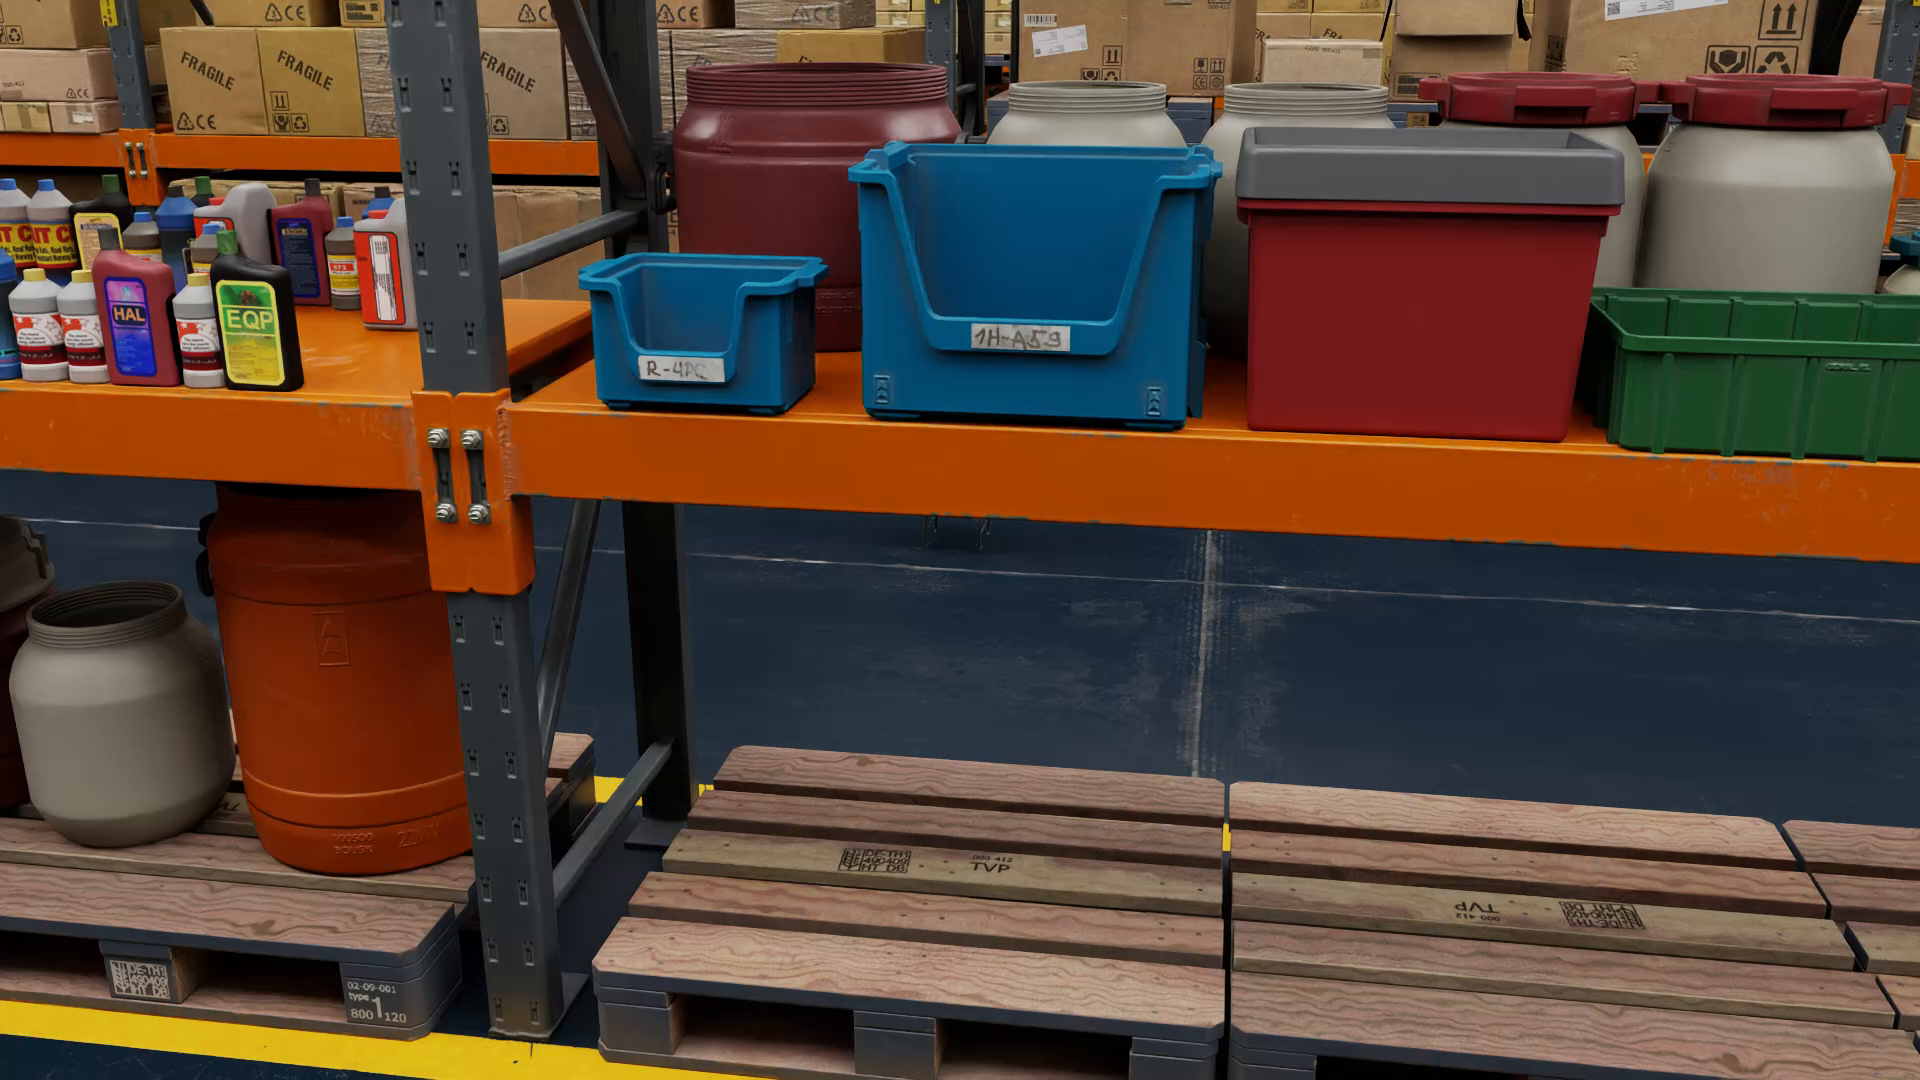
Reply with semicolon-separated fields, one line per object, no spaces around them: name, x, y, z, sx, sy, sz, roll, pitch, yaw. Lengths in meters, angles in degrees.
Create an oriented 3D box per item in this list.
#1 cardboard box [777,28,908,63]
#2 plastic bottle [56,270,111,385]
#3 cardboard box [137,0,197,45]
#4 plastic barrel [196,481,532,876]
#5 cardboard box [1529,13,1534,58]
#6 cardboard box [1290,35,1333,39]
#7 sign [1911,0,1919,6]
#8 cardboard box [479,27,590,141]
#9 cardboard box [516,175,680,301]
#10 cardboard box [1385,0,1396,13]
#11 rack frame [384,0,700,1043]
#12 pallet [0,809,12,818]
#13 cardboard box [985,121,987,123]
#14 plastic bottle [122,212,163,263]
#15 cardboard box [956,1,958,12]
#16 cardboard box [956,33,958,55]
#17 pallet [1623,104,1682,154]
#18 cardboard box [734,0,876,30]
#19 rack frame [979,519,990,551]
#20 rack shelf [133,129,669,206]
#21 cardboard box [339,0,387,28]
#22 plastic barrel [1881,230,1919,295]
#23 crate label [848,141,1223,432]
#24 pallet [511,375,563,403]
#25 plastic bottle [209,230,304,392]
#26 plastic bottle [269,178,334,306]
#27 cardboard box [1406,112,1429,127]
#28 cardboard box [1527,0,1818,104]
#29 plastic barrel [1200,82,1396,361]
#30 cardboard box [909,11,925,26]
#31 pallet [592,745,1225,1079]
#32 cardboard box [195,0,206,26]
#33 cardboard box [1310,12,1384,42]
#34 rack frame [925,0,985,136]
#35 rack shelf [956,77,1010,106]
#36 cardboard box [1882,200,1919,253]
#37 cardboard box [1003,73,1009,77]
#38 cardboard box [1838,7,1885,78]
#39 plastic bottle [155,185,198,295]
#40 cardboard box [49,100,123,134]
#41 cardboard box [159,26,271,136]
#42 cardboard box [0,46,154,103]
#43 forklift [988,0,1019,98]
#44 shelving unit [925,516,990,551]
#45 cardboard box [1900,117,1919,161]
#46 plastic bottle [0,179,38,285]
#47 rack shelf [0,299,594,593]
cardboard box;-0.541;-2.127;7.775;0.500;0.500;0.500;4;19;10
plastic bottle;-1.606;-0.396;3.073;0.097;0.201;0.097;0;18;0
cardboard box;-4.397;-2.863;8.719;0.500;0.500;0.500;3;19;9
plastic barrel;-1.286;0.230;3.646;0.708;0.830;0.600;3;19;9
cardboard box;4.263;-3.470;11.788;0.500;0.500;0.500;3;19;8
cardboard box;1.674;-2.268;7.905;0.258;0.266;0.396;2;19;7
sign;3.850;-2.306;6.643;0.005;0.325;0.100;3;19;9
cardboard box;-2.048;-2.205;8.008;0.500;0.500;0.500;3;19;10
cardboard box;-1.572;-1.412;8.483;0.875;0.875;1.225;3;19;9
cardboard box;3.323;-4.075;12.022;0.500;0.500;0.700;3;19;9
rack frame;-0.801;-0.580;3.311;0.127;3.000;1.000;3;19;9
pallet;-2.787;0.653;4.018;1.213;0.211;1.003;3;19;9
cardboard box;0.229;-3.161;13.119;0.500;0.250;0.500;2;19;6
plastic bottle;-1.875;-0.654;3.843;0.097;0.201;0.097;0;18;0
cardboard box;0.067;-3.938;12.140;0.250;0.149;0.380;3;19;8
cardboard box;0.067;-3.655;12.233;0.250;0.149;0.380;3;19;9
pallet;3.203;-1.924;7.628;1.213;0.211;1.003;3;19;9
cardboard box;-0.734;-2.697;7.898;0.637;0.503;0.797;4;19;11
rack frame;0.092;-0.422;6.146;0.006;0.900;0.240;3;19;9
rack shelf;-1.990;-1.892;8.363;4.000;0.370;1.077;3;19;9
cardboard box;-2.657;-2.789;8.172;0.637;0.503;0.797;3;19;9
plastic barrel;1.866;-0.428;3.074;0.301;0.262;0.301;0;18;0
crate label;0.138;-0.463;2.902;0.616;0.435;0.502;3;19;9
pallet;-1.982;-0.935;8.766;1.213;0.211;1.003;3;19;9
plastic bottle;-1.268;-0.412;2.991;0.133;0.283;0.061;3;19;9
plastic bottle;-1.494;-0.679;3.789;0.133;0.283;0.061;3;19;9
cardboard box;5.773;-5.687;21.652;0.625;0.625;0.875;4;19;11
cardboard box;3.172;-2.498;7.435;1.000;1.000;1.000;3;19;9
plastic barrel;0.665;-0.627;3.275;0.421;0.512;0.421;0;18;0
cardboard box;-0.212;-3.810;12.227;0.250;0.149;0.380;3;19;10
pallet;-0.042;0.793;3.600;1.213;0.211;1.003;3;19;9
cardboard box;-6.095;-4.144;13.335;0.500;0.500;0.500;3;19;9
cardboard box;2.764;-3.545;12.014;0.500;0.500;0.500;3;19;8
rack frame;-0.015;-2.132;7.948;0.127;3.000;1.000;3;19;9
rack shelf;-1.103;-3.441;12.992;4.000;0.370;1.077;3;19;9
cardboard box;6.321;-2.573;11.954;0.875;0.875;0.875;3;19;9
cardboard box;0.888;-4.489;17.679;0.875;0.875;0.875;3;19;8
cardboard box;6.248;-3.451;11.654;0.550;0.550;0.875;3;19;9
plastic bottle;-1.753;-0.661;3.755;0.097;0.271;0.097;0;18;0
cardboard box;-4.317;-2.127;8.329;0.250;0.149;0.380;3;19;9
cardboard box;-3.550;-2.279;8.231;0.500;0.500;0.500;3;19;9
cardboard box;-4.442;-2.343;8.347;0.500;0.250;0.500;3;19;8
forklift;0.767;-3.009;10.675;1.130;2.935;3.031;-6;19;-17
shelving unit;-0.008;-0.427;6.162;0.210;0.900;0.258;3;19;9
cardboard box;4.099;-1.707;7.072;0.250;0.149;0.380;3;19;9
plastic bottle;-2.199;-0.703;3.881;0.097;0.271;0.097;0;18;0
rack shelf;-2.775;-0.340;3.726;4.000;0.370;1.077;3;19;9
